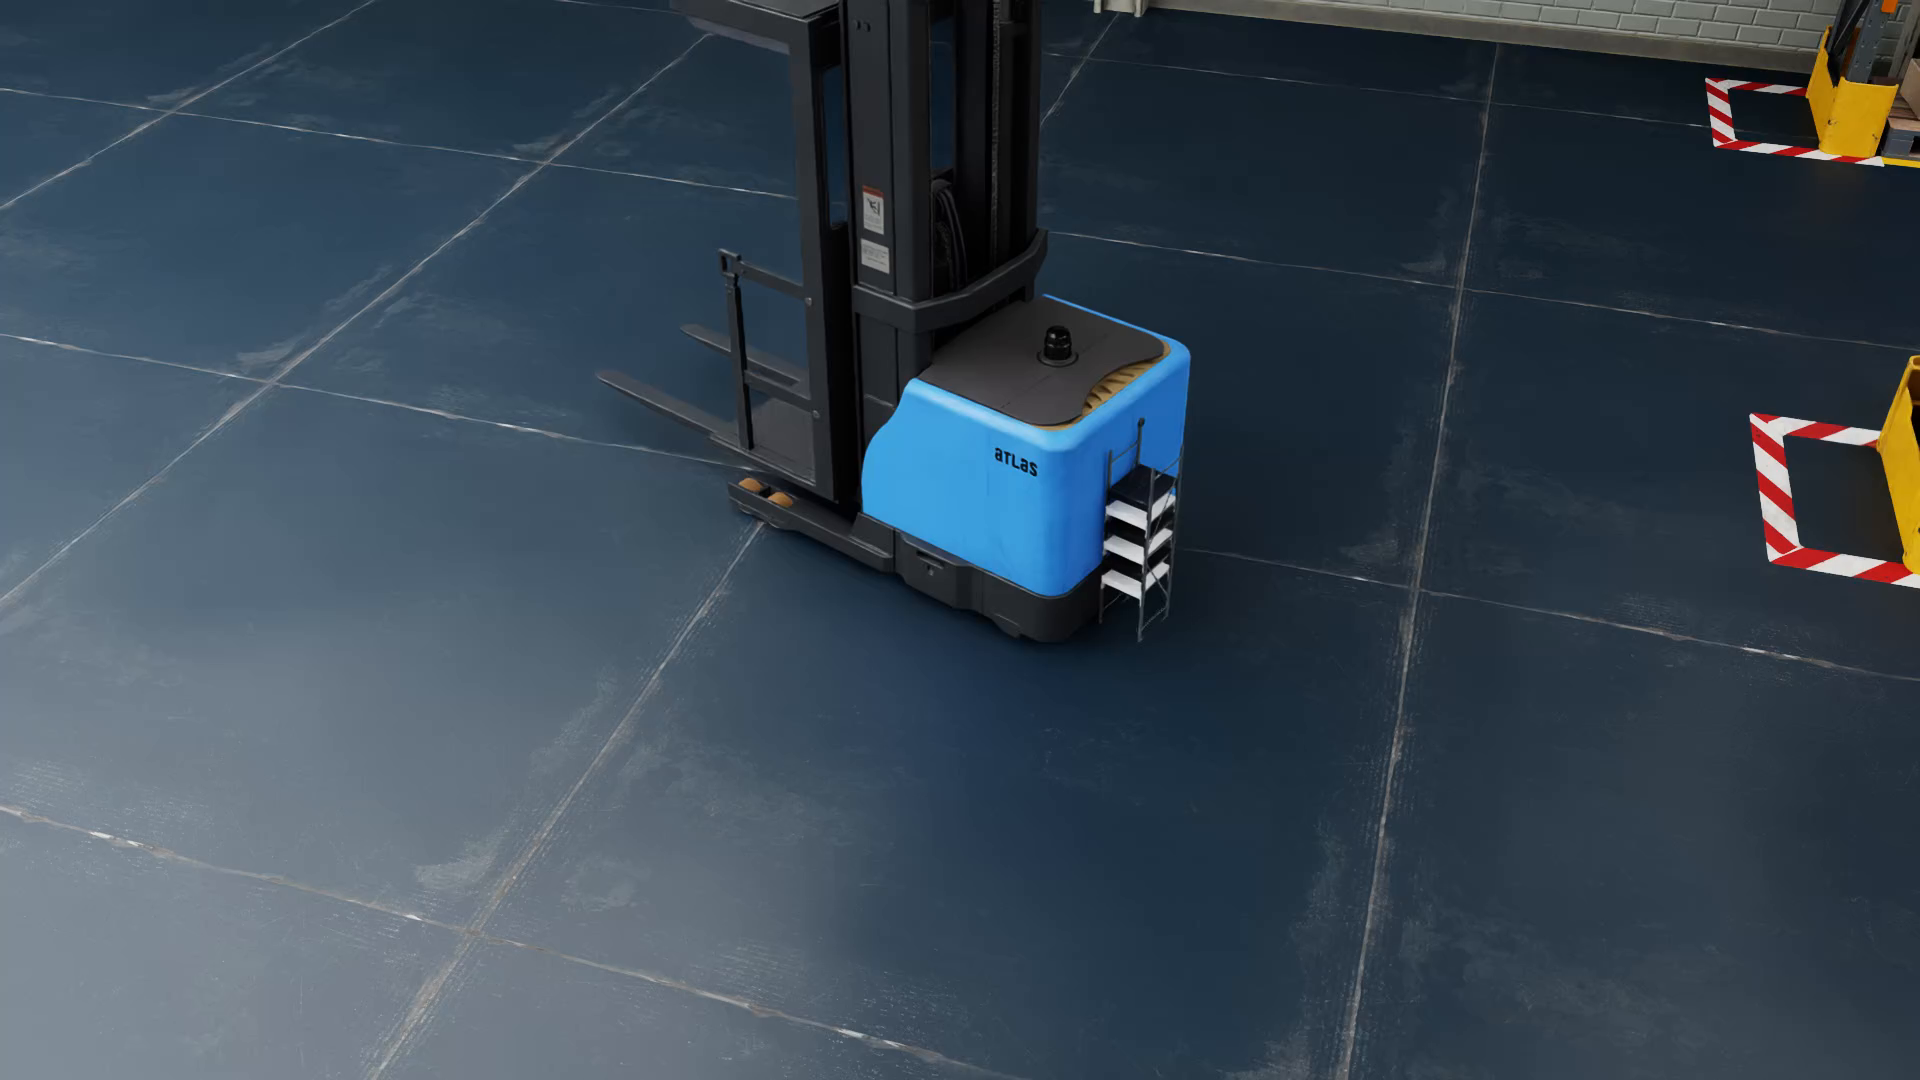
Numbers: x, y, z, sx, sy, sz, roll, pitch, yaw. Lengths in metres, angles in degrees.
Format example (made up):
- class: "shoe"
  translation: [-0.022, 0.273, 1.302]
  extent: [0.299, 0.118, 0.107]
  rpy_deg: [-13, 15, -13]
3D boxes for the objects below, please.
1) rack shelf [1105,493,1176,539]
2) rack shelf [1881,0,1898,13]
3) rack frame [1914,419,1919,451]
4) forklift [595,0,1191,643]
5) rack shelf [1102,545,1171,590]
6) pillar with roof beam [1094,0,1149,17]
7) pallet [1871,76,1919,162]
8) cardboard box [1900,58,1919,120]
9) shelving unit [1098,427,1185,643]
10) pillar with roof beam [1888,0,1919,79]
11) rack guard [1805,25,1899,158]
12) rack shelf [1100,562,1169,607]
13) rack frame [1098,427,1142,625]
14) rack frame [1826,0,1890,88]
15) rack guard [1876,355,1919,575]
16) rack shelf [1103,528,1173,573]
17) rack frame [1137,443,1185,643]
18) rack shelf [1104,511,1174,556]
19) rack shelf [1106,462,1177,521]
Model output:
- class: "rack shelf"
  translation: [0.758, -0.131, 6.921]
  extent: [0.200, 0.077, 0.258]
  rpy_deg: [25, 43, 30]
- class: "rack shelf"
  translation: [8.039, -3.513, 10.600]
  extent: [4.000, 0.370, 1.077]
  rpy_deg: [10, 38, 14]
- class: "rack frame"
  translation: [4.656, -1.353, 7.058]
  extent: [0.127, 3.000, 1.000]
  rpy_deg: [10, 38, 14]
- class: "forklift"
  translation: [-0.476, -1.458, 7.258]
  extent: [3.031, 2.935, 1.130]
  rpy_deg: [25, 43, 30]
- class: "rack shelf"
  translation: [0.758, 0.087, 7.081]
  extent: [0.200, 0.077, 0.258]
  rpy_deg: [25, 43, 30]
- class: "pillar with roof beam"
  translation: [0.045, -5.563, 7.717]
  extent: [0.400, 9.000, 9.100]
  rpy_deg: [10, 38, 14]
- class: "pallet"
  translation: [6.967, -2.857, 11.453]
  extent: [1.213, 0.211, 1.003]
  rpy_deg: [10, 38, 14]
- class: "cardboard box"
  translation: [6.763, -3.078, 11.298]
  extent: [0.500, 0.311, 0.500]
  rpy_deg: [6, 37, 9]
- class: "shelving unit"
  translation: [0.758, -0.013, 7.008]
  extent: [0.210, 0.900, 0.258]
  rpy_deg: [25, 43, 30]
- class: "pillar with roof beam"
  translation: [5.772, -4.503, 6.276]
  extent: [0.400, 9.000, 9.100]
  rpy_deg: [10, 38, 14]
- class: "rack guard"
  translation: [6.202, -3.136, 11.590]
  extent: [0.348, 0.500, 1.175]
  rpy_deg: [10, 38, 14]
- class: "rack shelf"
  translation: [0.758, 0.159, 7.134]
  extent: [0.200, 0.077, 0.258]
  rpy_deg: [25, 43, 30]
- class: "rack frame"
  translation: [0.677, -0.050, 7.058]
  extent: [0.006, 0.900, 0.240]
  rpy_deg: [25, 43, 30]
- class: "rack frame"
  translation: [6.130, -4.157, 10.867]
  extent: [0.127, 3.000, 1.000]
  rpy_deg: [10, 38, 14]
- class: "rack guard"
  translation: [4.633, -0.351, 7.805]
  extent: [0.348, 0.500, 1.175]
  rpy_deg: [10, 38, 14]
- class: "rack shelf"
  translation: [0.758, 0.014, 7.028]
  extent: [0.200, 0.077, 0.258]
  rpy_deg: [25, 43, 30]
- class: "rack frame"
  translation: [0.838, 0.024, 6.958]
  extent: [0.006, 0.900, 0.240]
  rpy_deg: [25, 43, 30]
- class: "rack shelf"
  translation: [0.758, -0.058, 6.974]
  extent: [0.200, 0.077, 0.258]
  rpy_deg: [25, 43, 30]
- class: "rack shelf"
  translation: [0.758, -0.203, 6.868]
  extent: [0.200, 0.077, 0.258]
  rpy_deg: [25, 43, 30]
